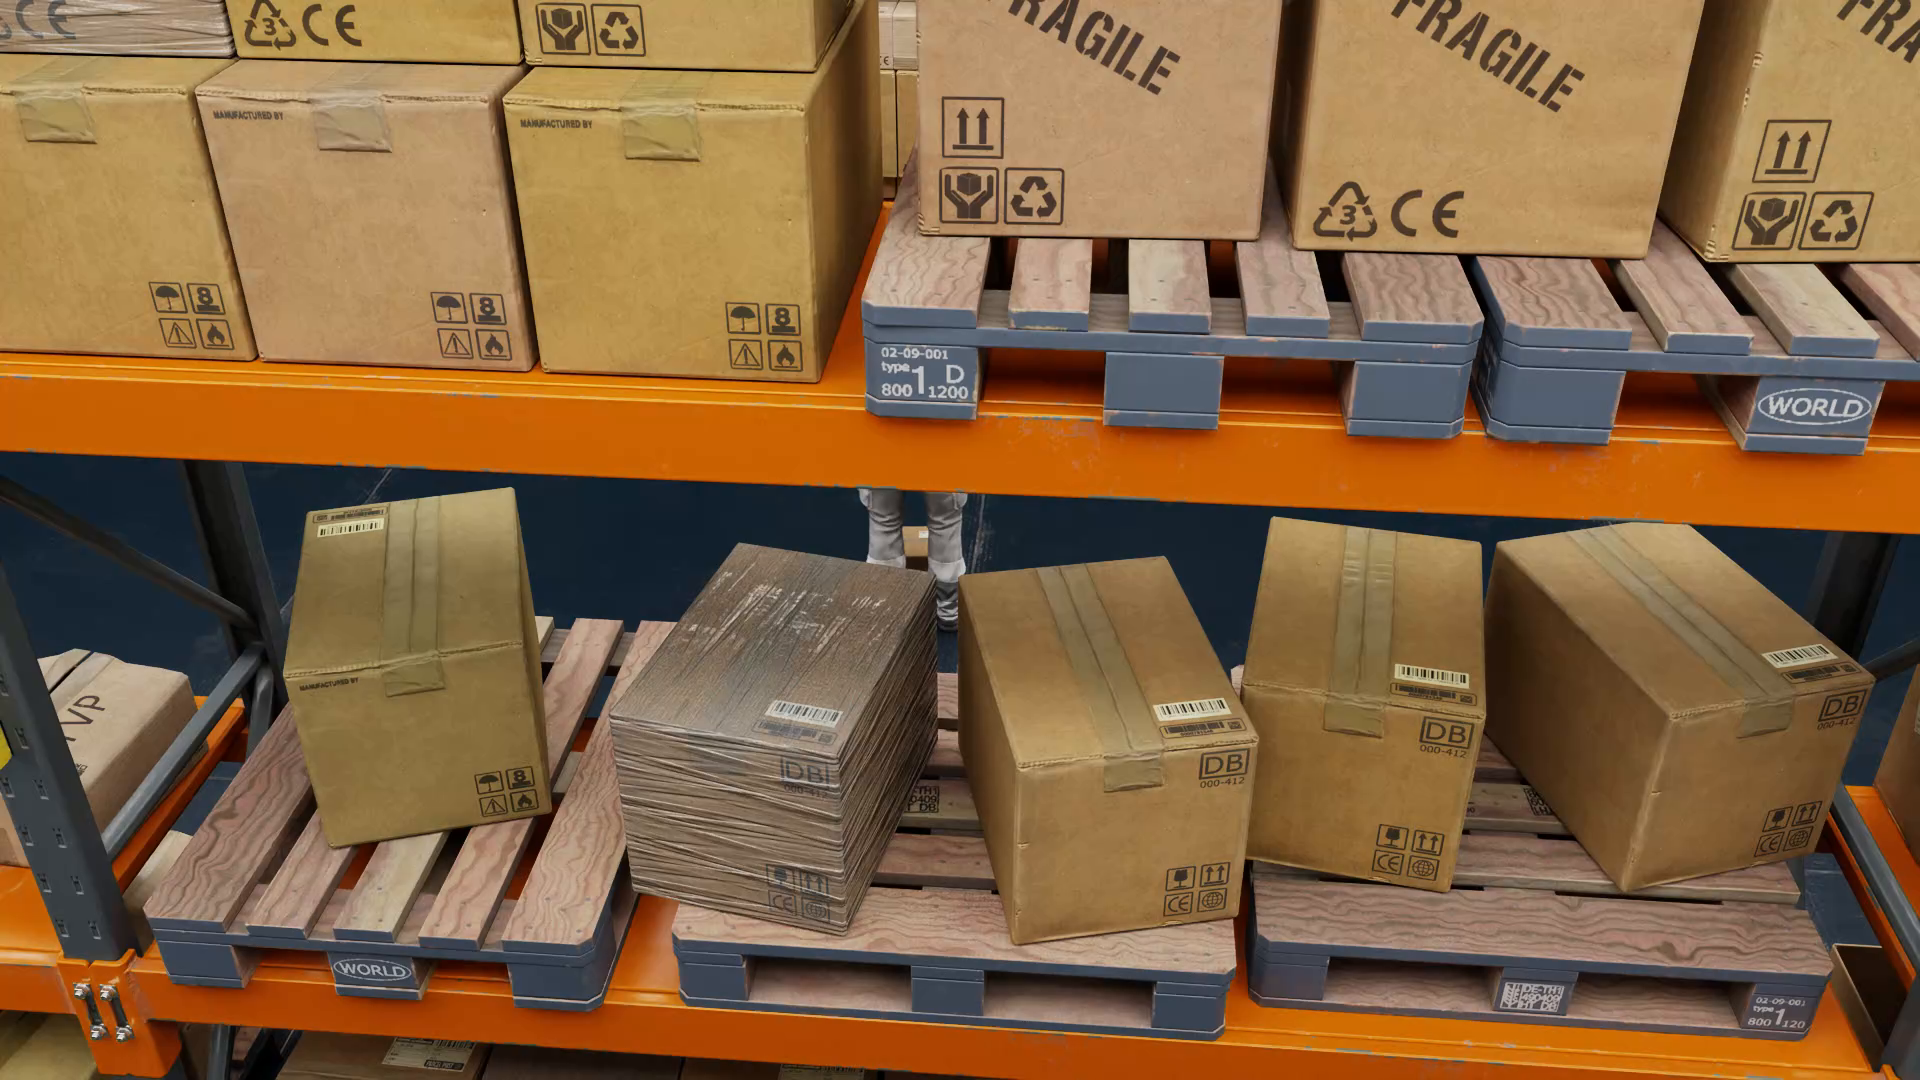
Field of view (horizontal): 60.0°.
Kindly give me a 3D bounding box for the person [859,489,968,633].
[{"bbox_3d":[-0.198,-0.420,6.801,0.609,1.780,0.448,3,32,4],"label":"person"}]
